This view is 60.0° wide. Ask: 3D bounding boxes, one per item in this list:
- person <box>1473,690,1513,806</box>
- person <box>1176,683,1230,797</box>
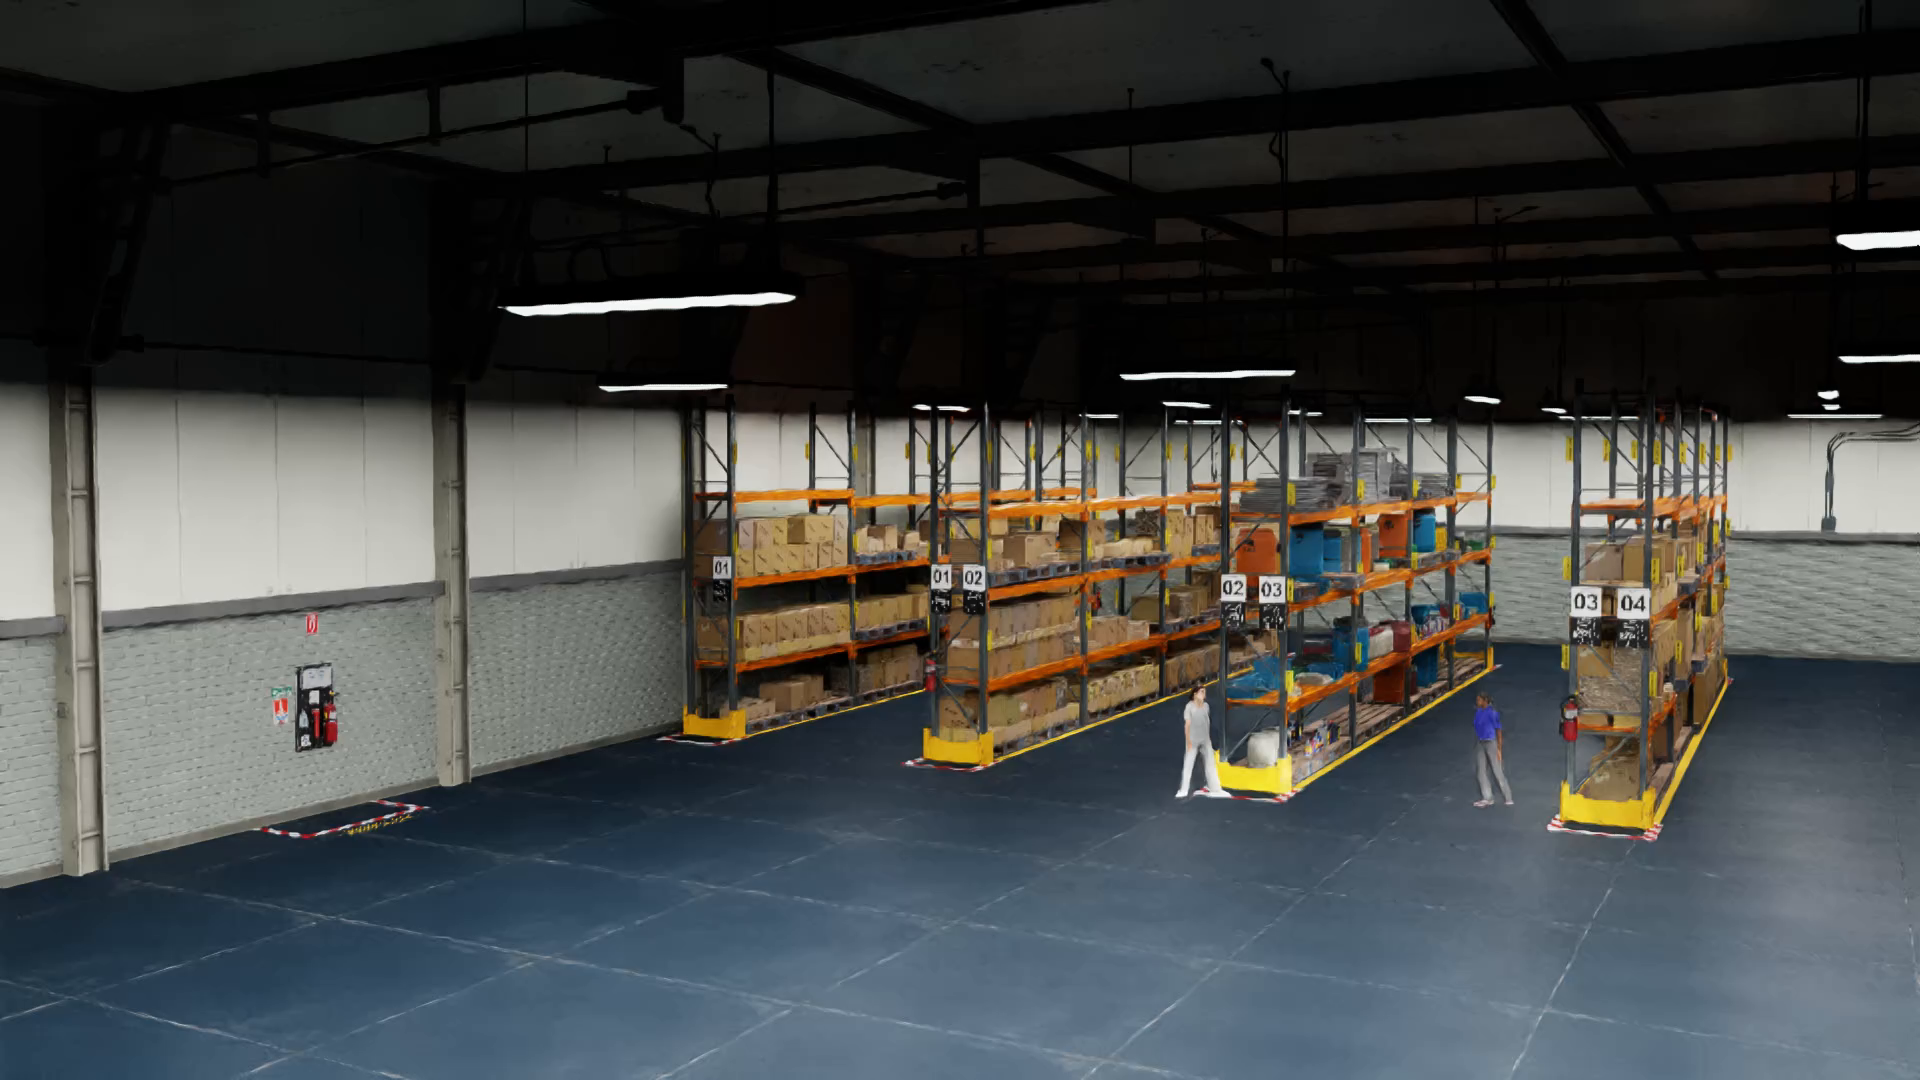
[{"bbox_3d":[7.564,2.945,23.553,0.543,1.646,0.514,-1,3,-25],"label":"person"},{"bbox_3d":[3.478,2.892,24.032,0.690,1.661,0.553,-1,3,-26],"label":"person"}]
